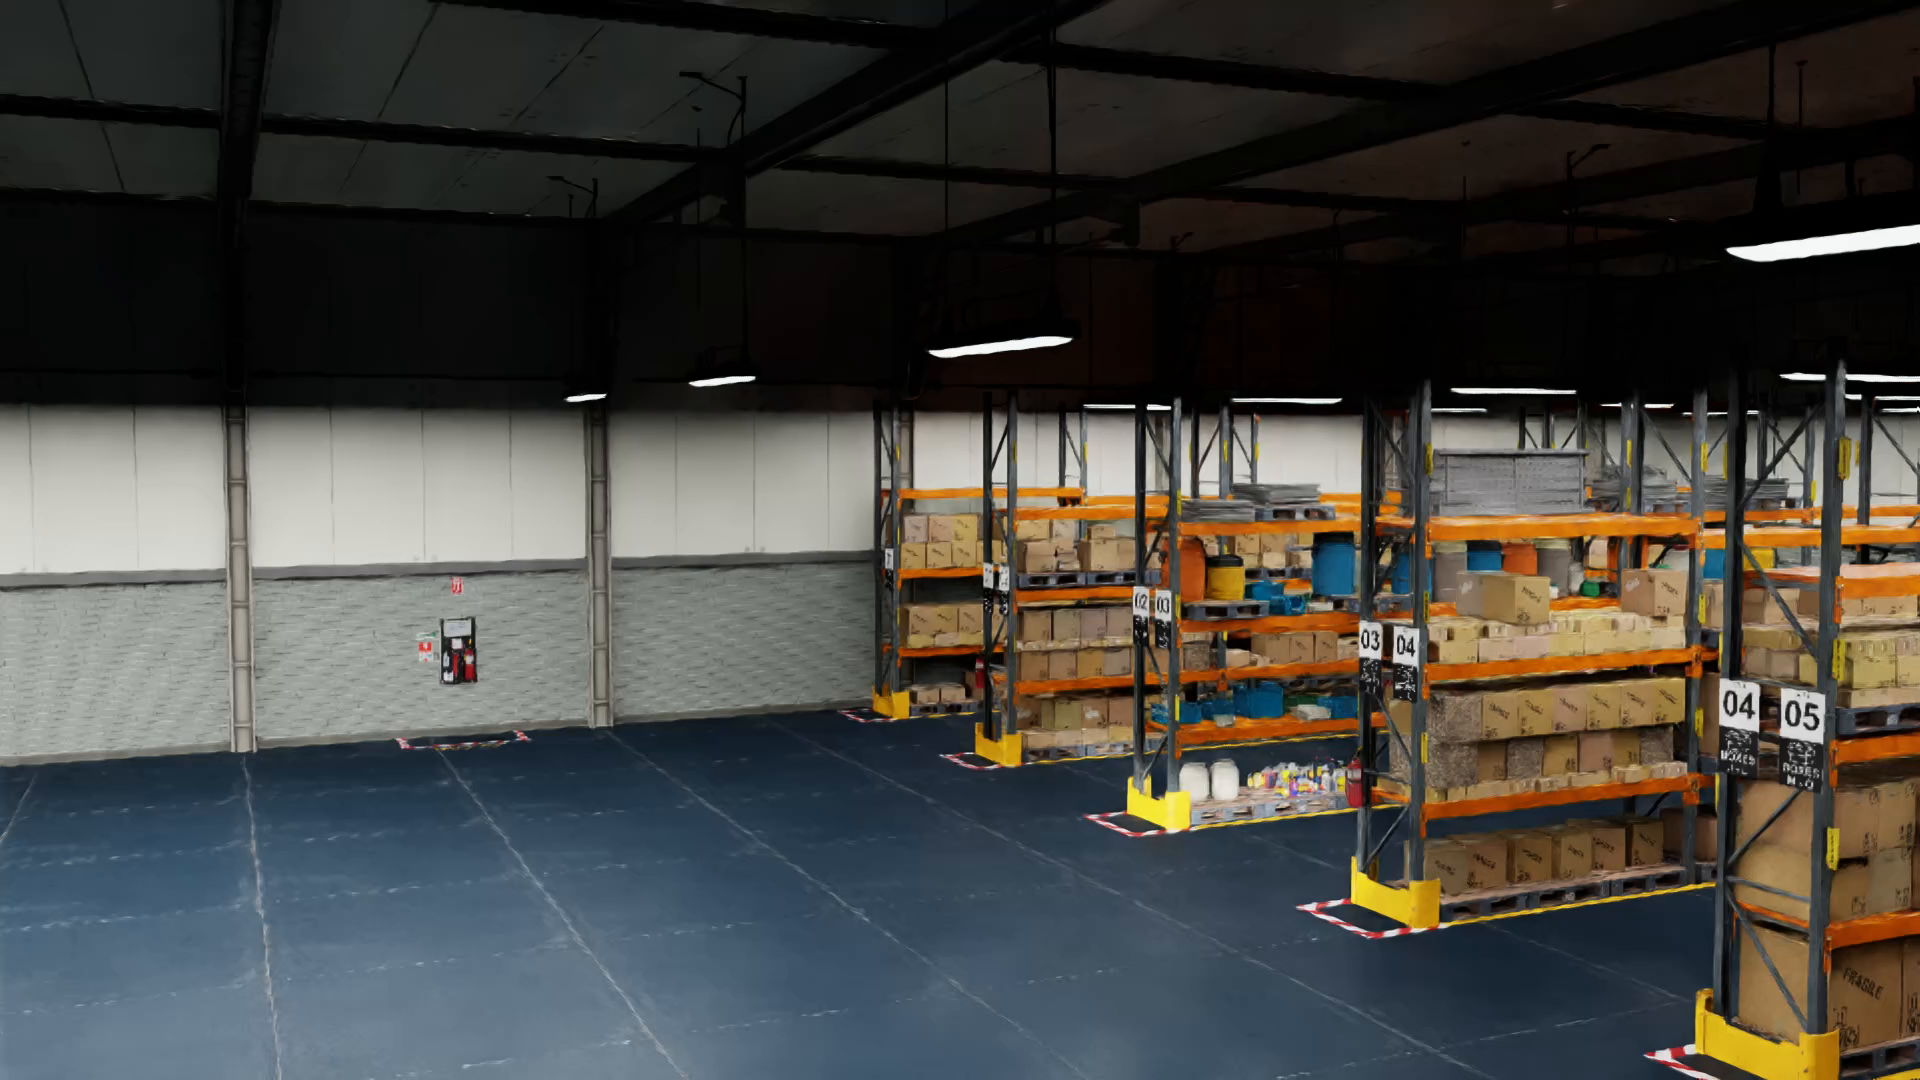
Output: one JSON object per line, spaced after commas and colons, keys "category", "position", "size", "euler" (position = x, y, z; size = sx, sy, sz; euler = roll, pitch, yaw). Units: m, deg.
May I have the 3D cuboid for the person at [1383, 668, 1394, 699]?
{"category": "person", "position": [7.602, 2.621, 28.669], "size": [1.032, 1.727, 0.528], "euler": [-2, 4, -32]}

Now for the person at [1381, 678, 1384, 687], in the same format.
{"category": "person", "position": [8.422, 2.353, 34.247], "size": [1.074, 1.587, 0.499], "euler": [-2, 4, -26]}
